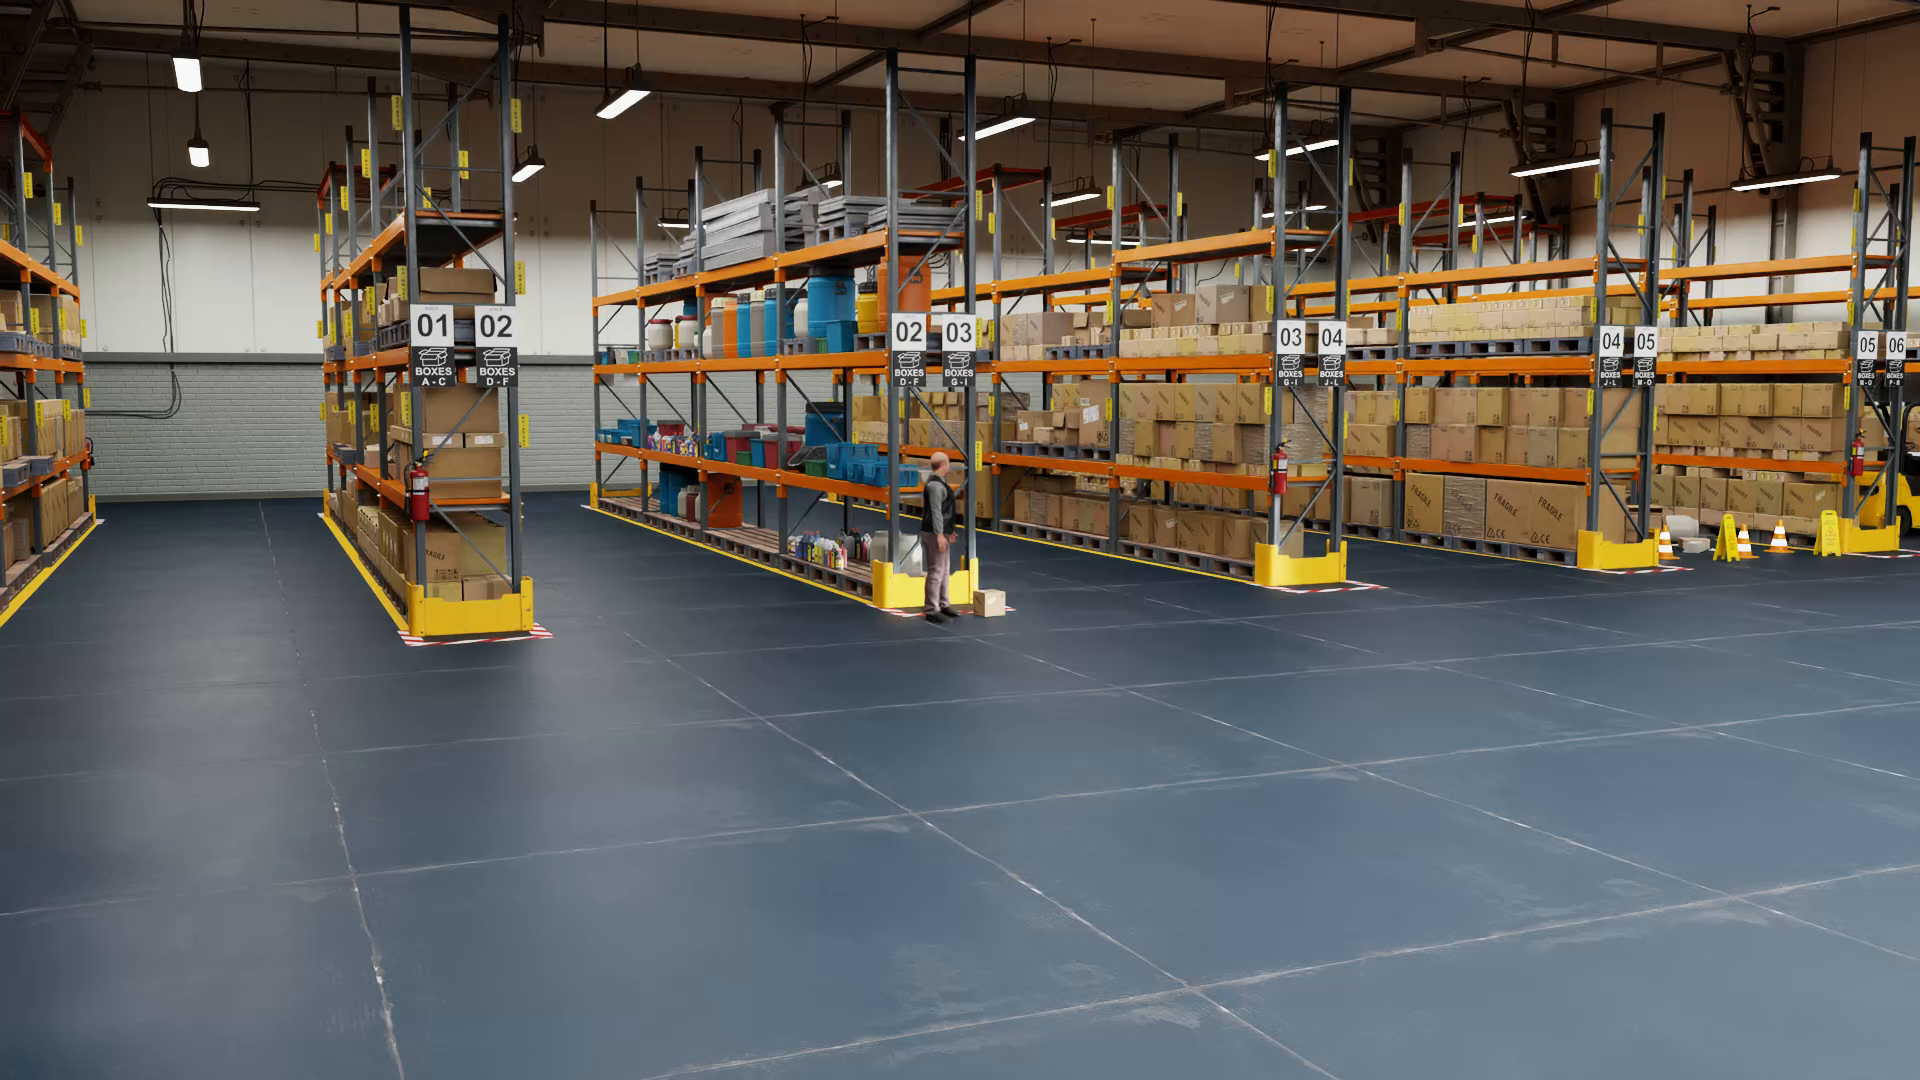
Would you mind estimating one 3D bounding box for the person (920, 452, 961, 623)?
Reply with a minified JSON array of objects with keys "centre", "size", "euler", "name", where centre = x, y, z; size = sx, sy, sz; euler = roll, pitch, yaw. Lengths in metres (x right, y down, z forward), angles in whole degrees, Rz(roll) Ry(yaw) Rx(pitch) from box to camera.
[{"centre":[-0.203,-0.035,17.145],"size":[0.428,1.748,0.557],"euler":[0,5,2],"name":"person"}]
